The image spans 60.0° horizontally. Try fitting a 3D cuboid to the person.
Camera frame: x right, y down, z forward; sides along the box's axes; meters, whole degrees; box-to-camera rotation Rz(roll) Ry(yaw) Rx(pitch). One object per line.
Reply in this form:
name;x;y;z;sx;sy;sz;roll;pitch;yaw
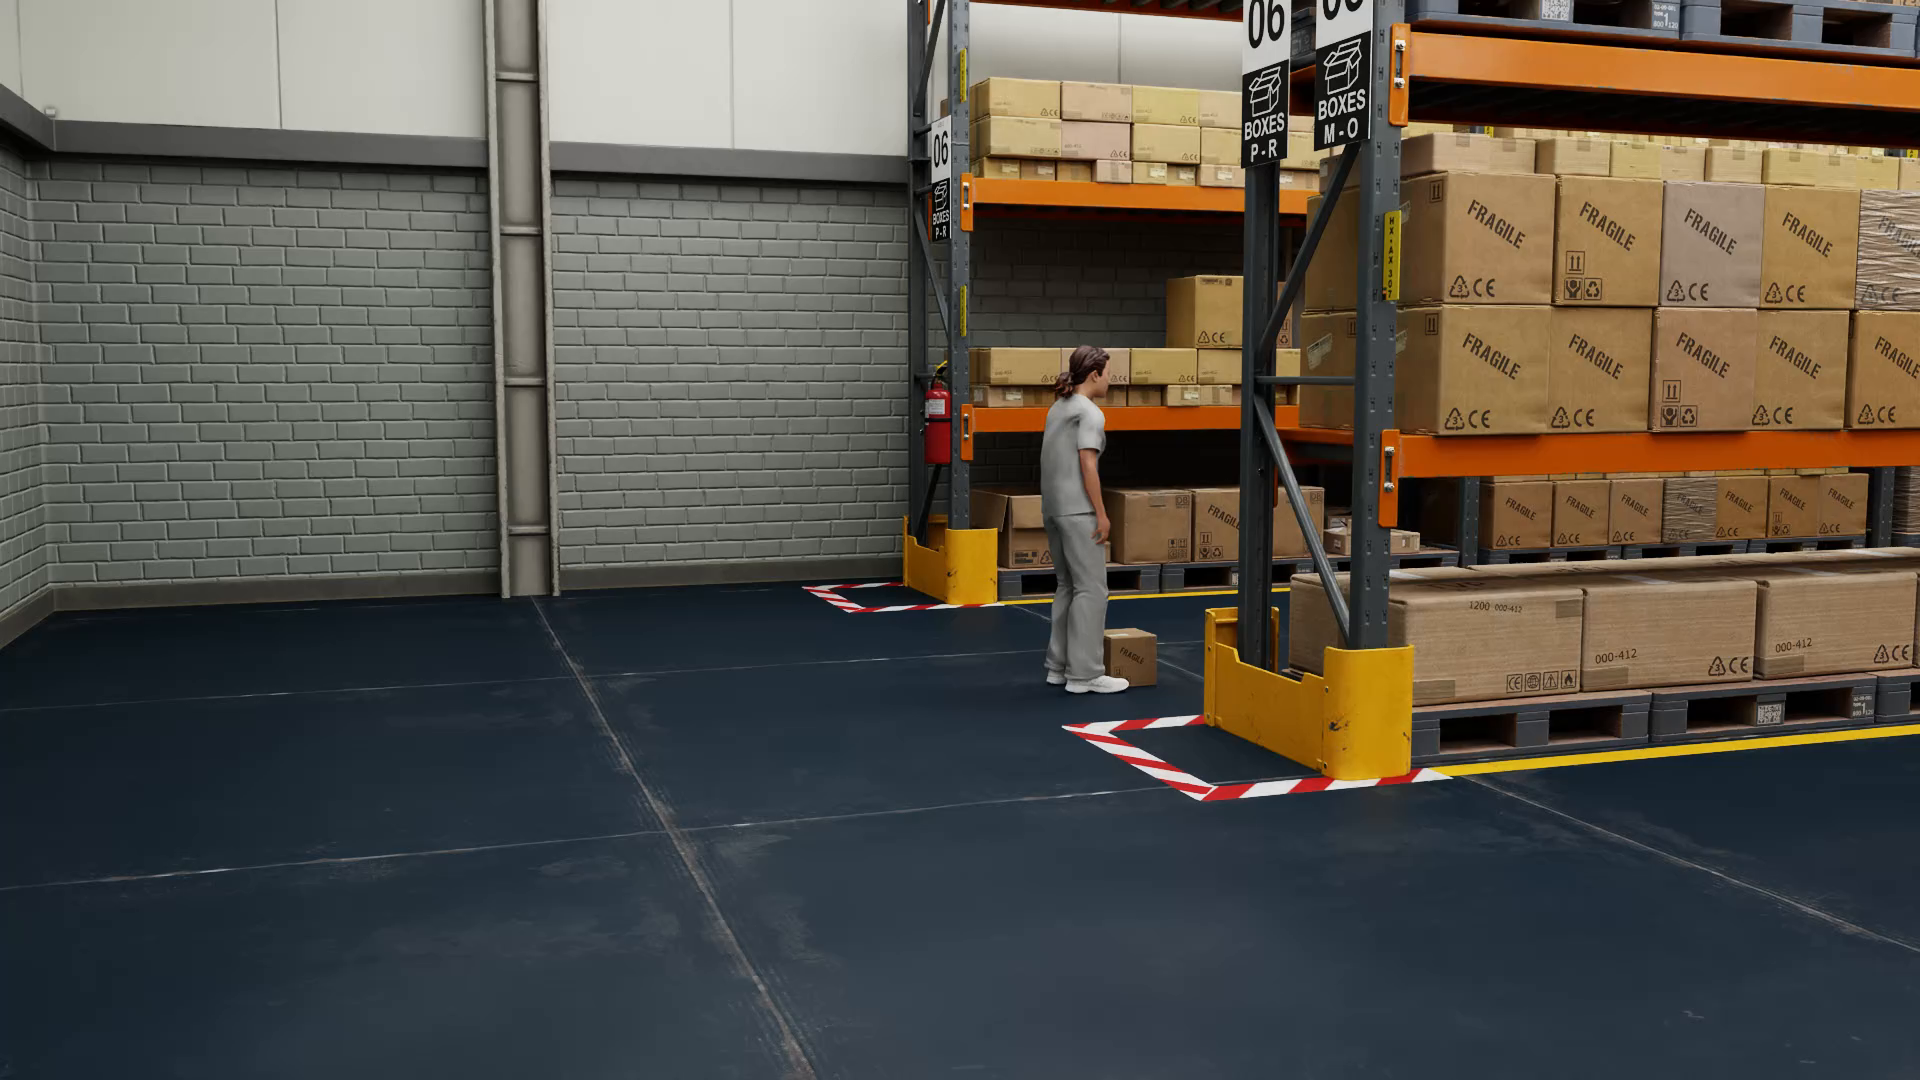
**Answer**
person;0.582;-0.112;8.123;0.353;1.673;0.493;-2;6;-19
